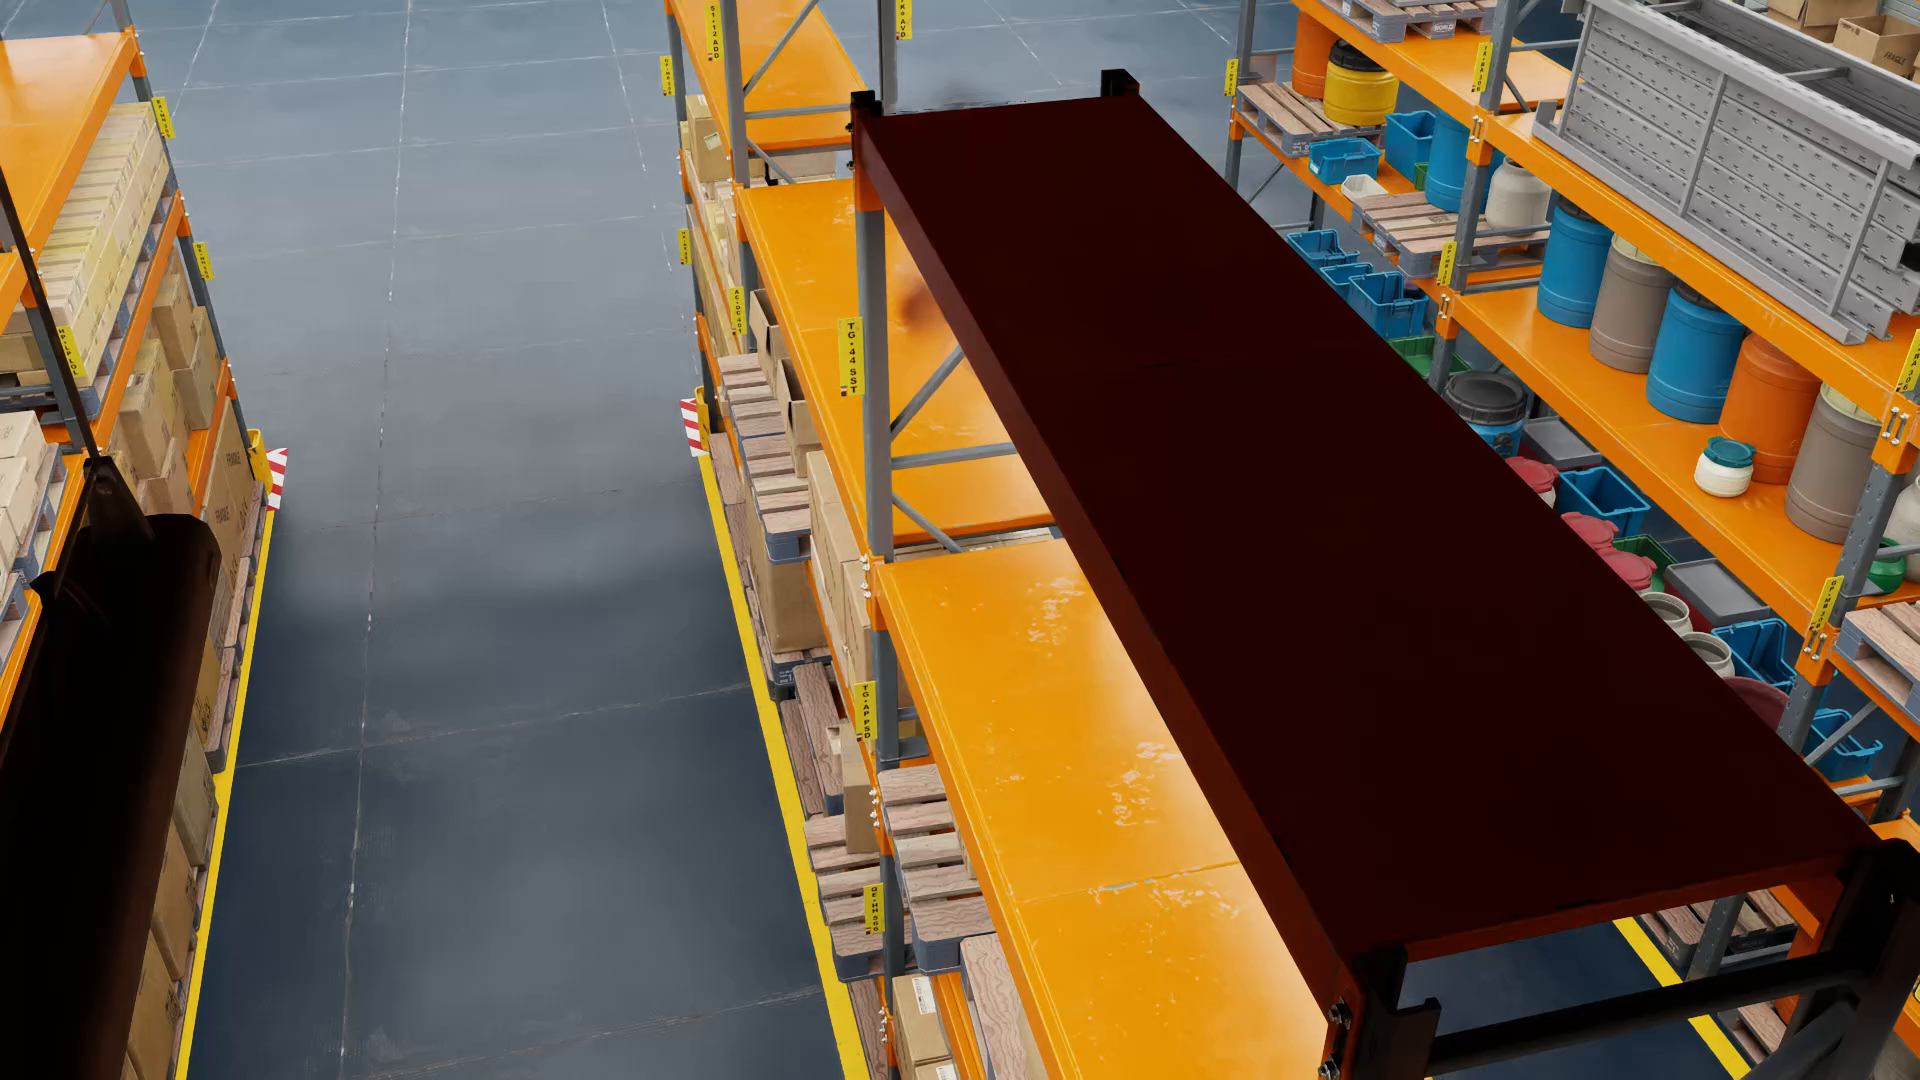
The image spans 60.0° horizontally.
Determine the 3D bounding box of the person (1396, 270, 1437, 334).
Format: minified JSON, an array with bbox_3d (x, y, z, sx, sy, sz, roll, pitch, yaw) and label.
[{"bbox_3d":[4.459,-2.501,16.294,0.537,1.586,0.881,-26,42,-33],"label":"person"}]
